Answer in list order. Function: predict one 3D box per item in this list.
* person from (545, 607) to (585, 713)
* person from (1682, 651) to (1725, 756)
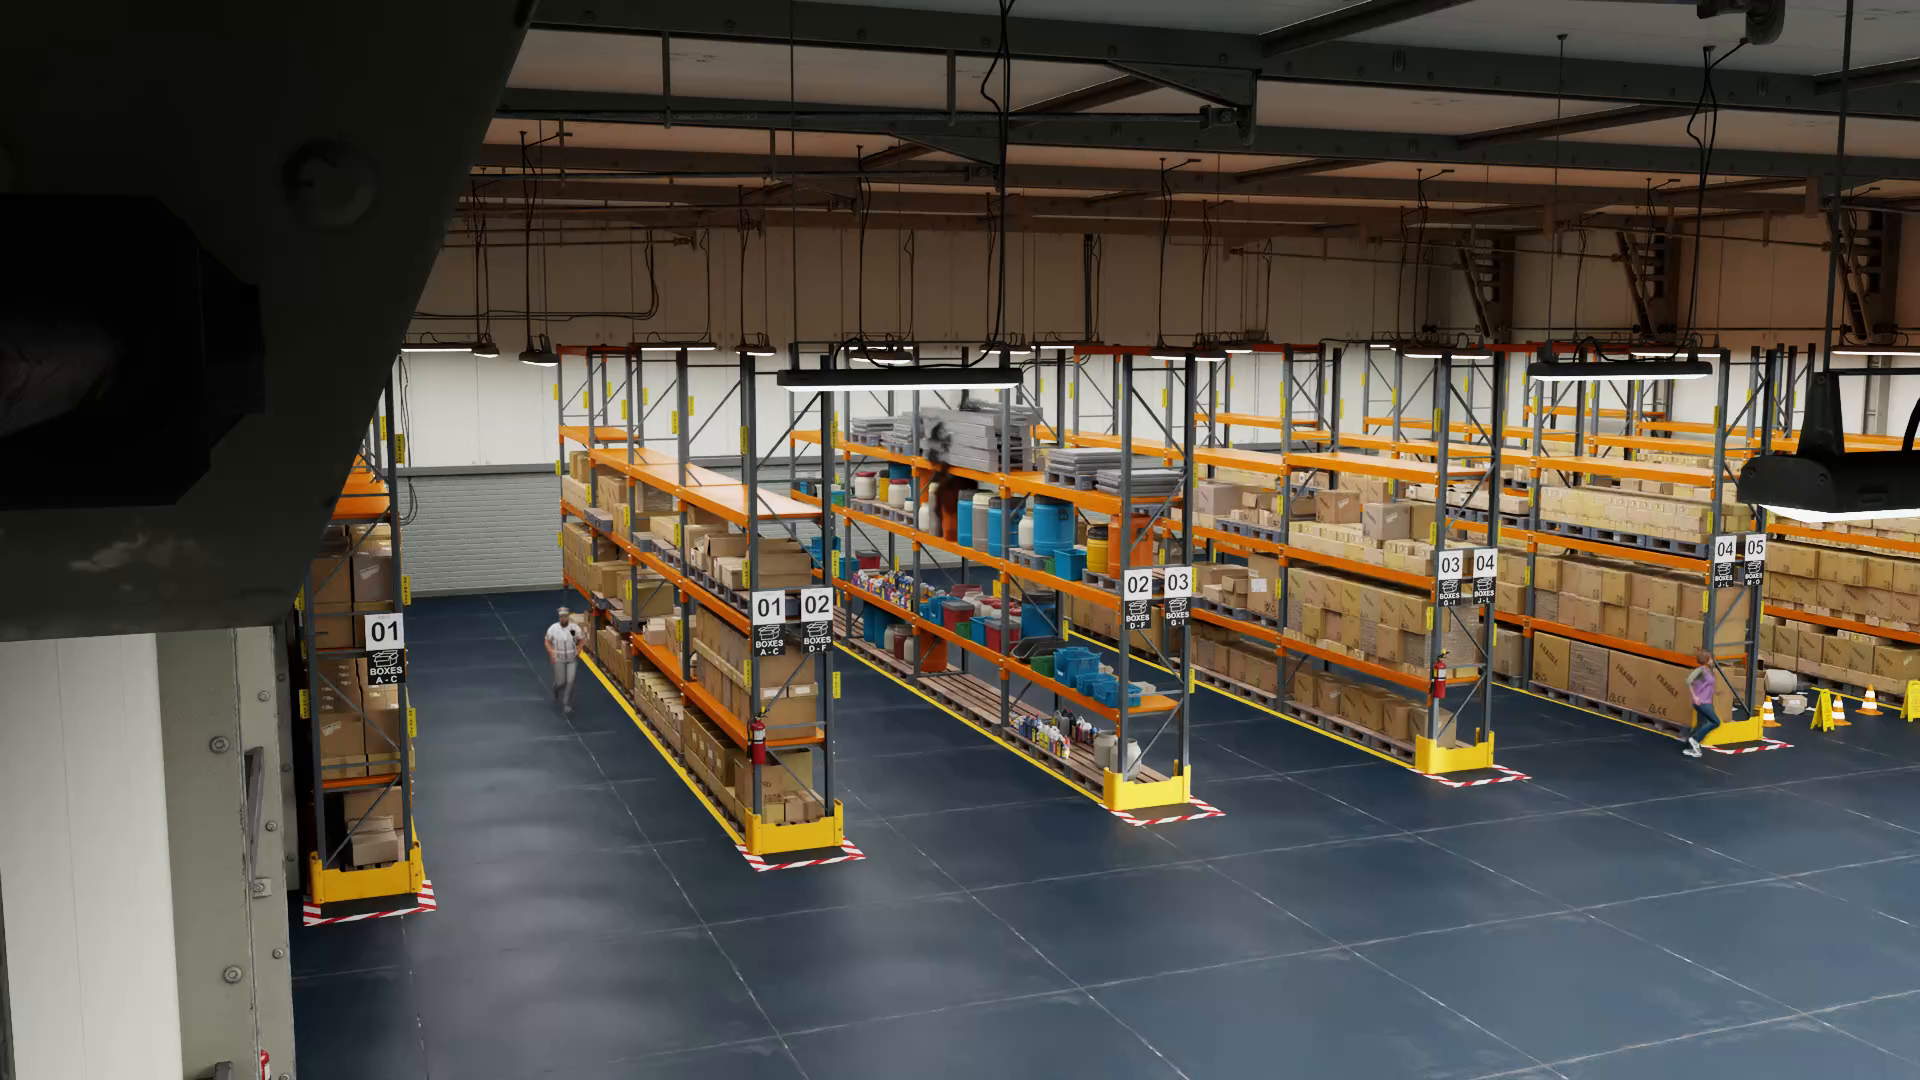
[{"bbox_3d":[-6.549,1.969,27.639,0.653,1.758,0.647,-3,8,-19],"label":"person"},{"bbox_3d":[11.049,2.438,24.677,0.538,1.540,0.531,5,9,34],"label":"person"}]
